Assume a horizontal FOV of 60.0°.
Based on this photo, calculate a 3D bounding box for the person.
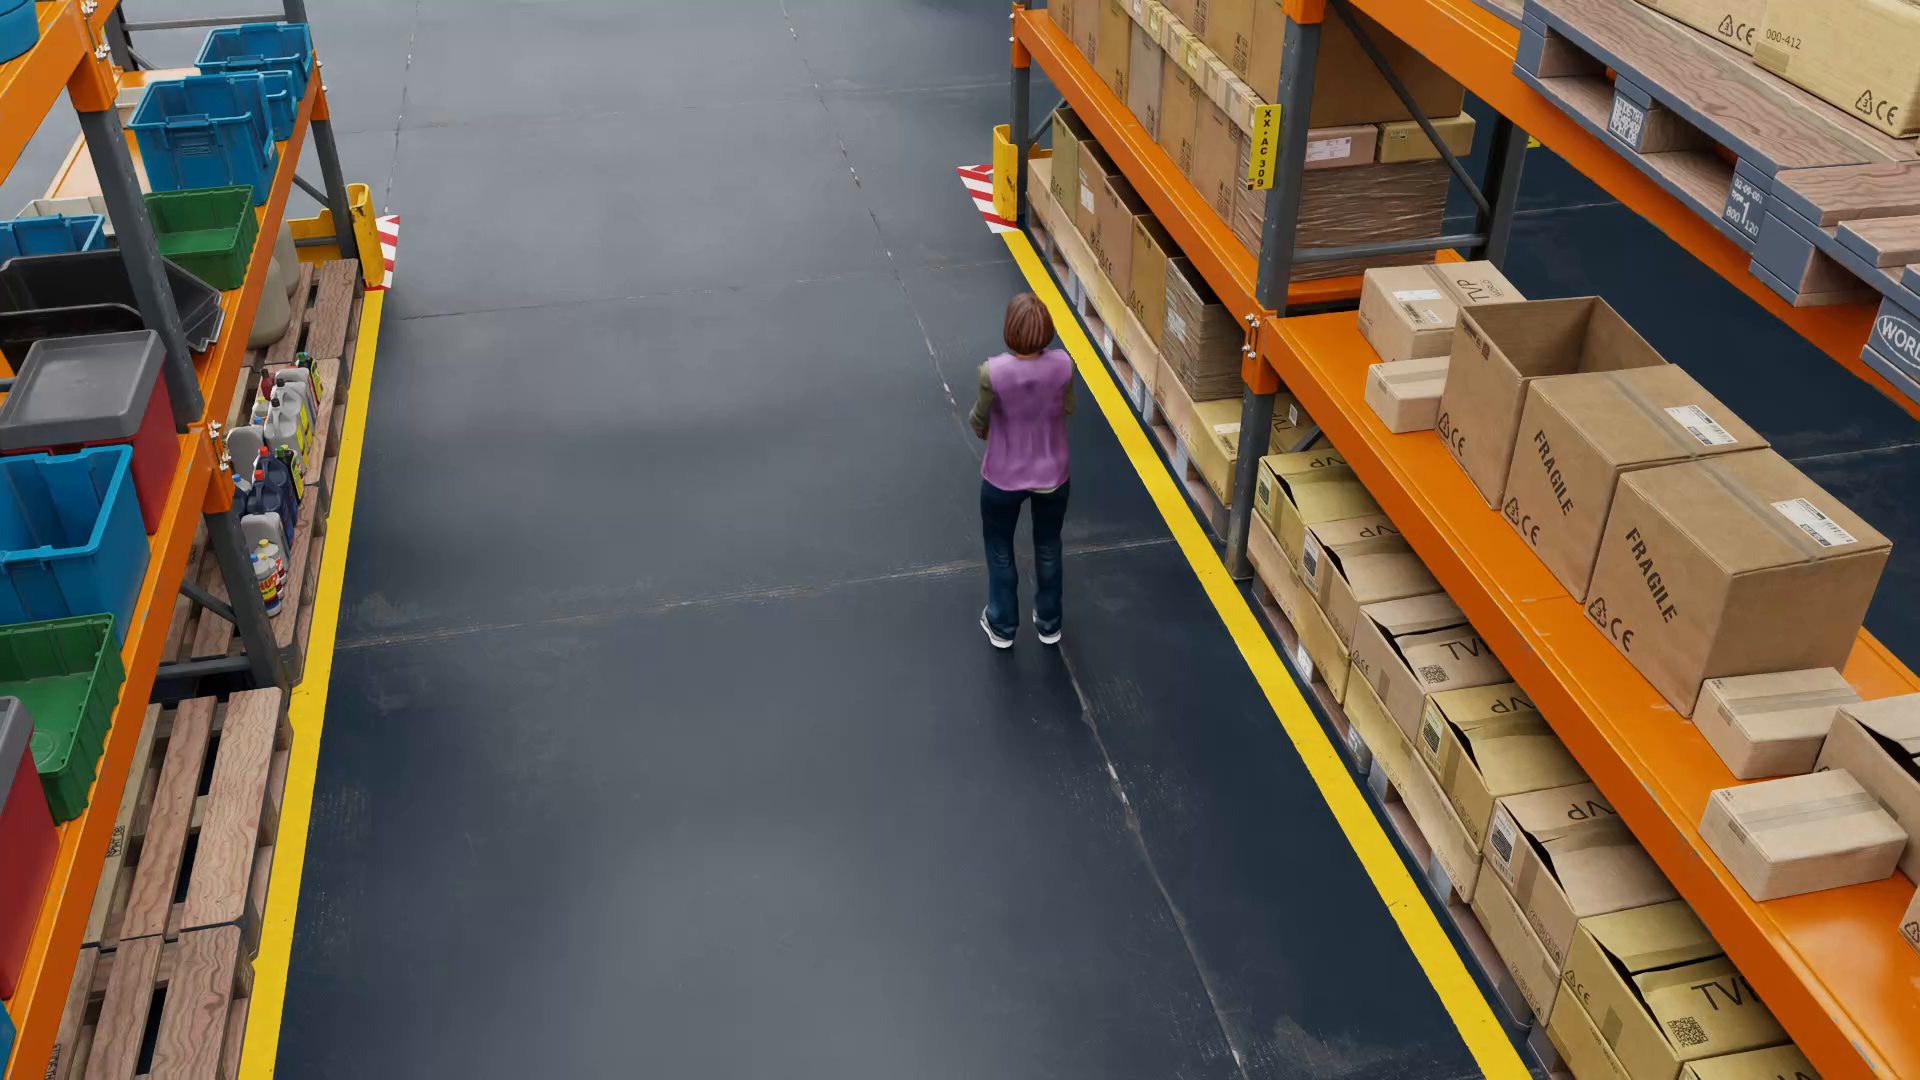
[{"bbox_3d":[0.242,-0.298,6.573,0.440,1.602,0.461,-6,35,-8],"label":"person"}]
